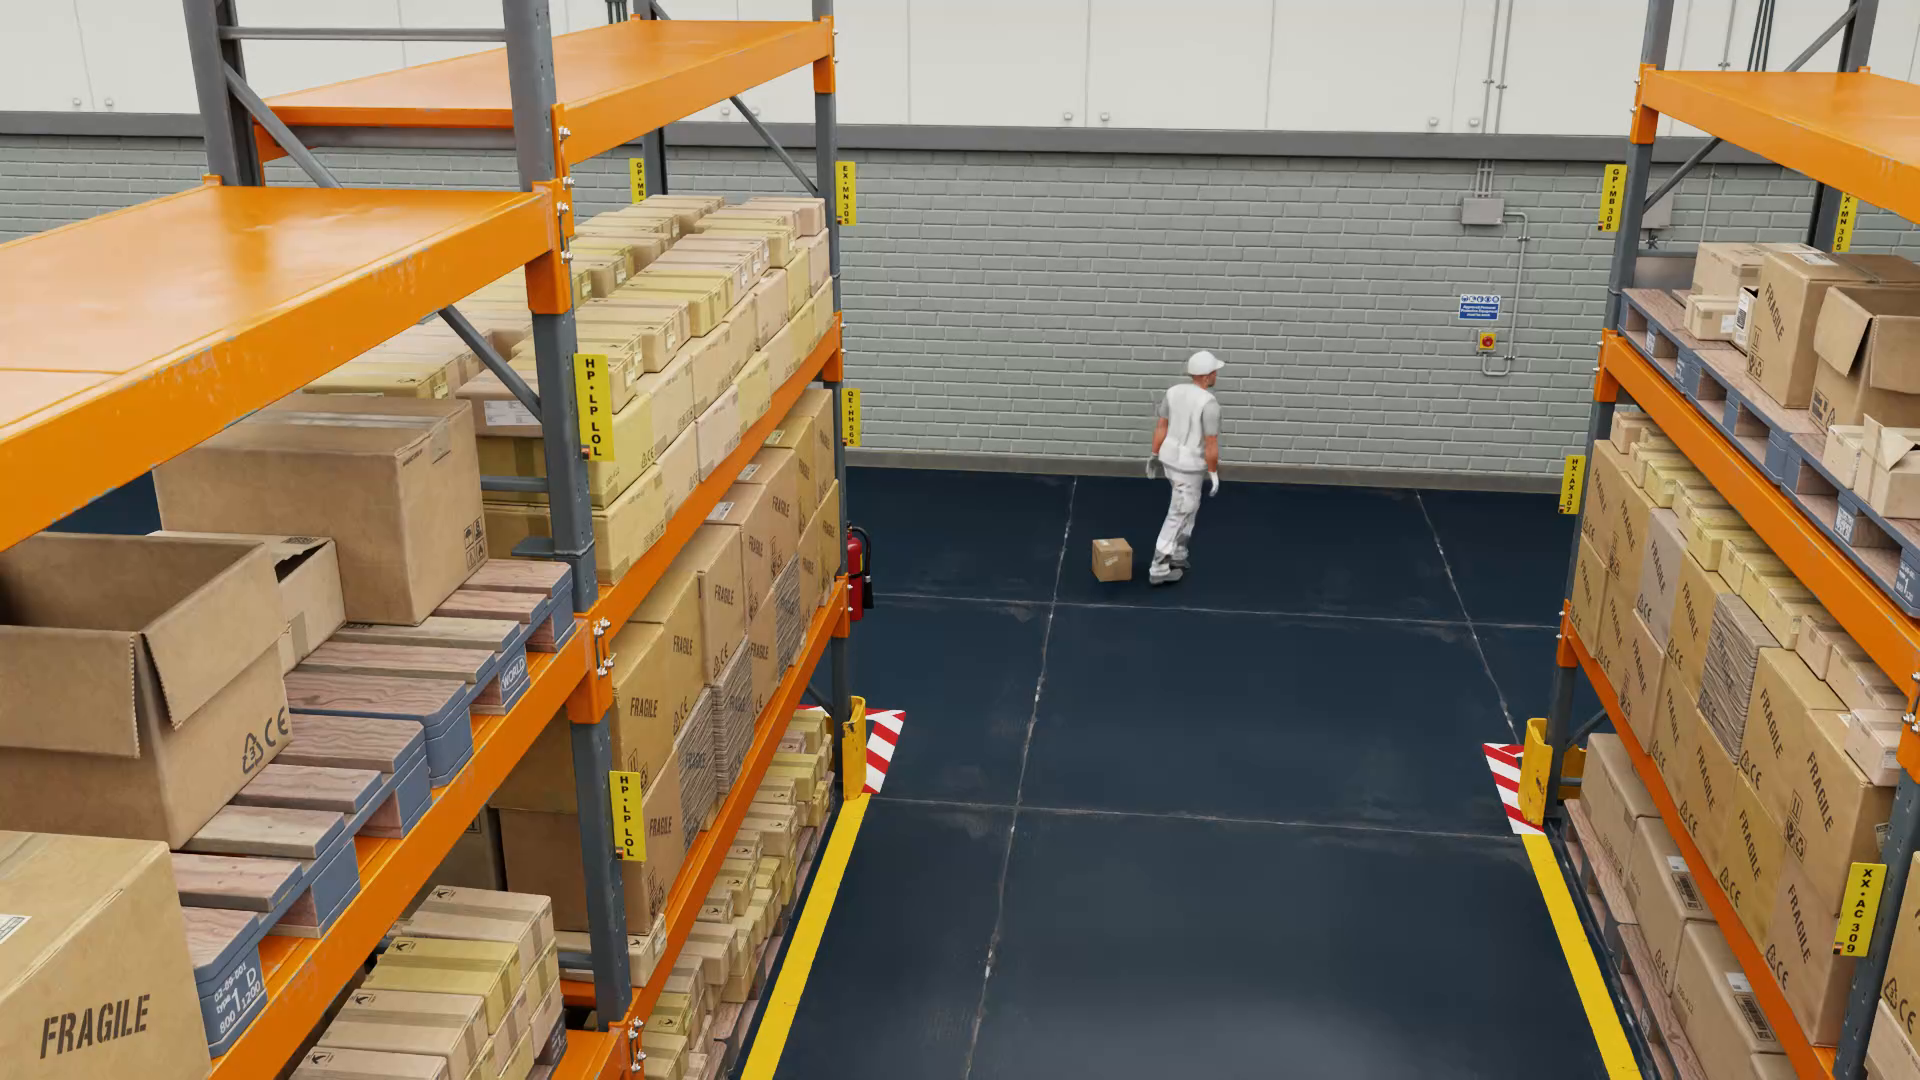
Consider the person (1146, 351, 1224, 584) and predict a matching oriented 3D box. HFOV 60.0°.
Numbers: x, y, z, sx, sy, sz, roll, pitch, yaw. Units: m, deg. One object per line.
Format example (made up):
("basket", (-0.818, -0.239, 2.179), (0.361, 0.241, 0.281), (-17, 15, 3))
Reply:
("person", (1.671, -0.526, 12.415), (0.551, 1.795, 0.578), (-12, 24, -29))
